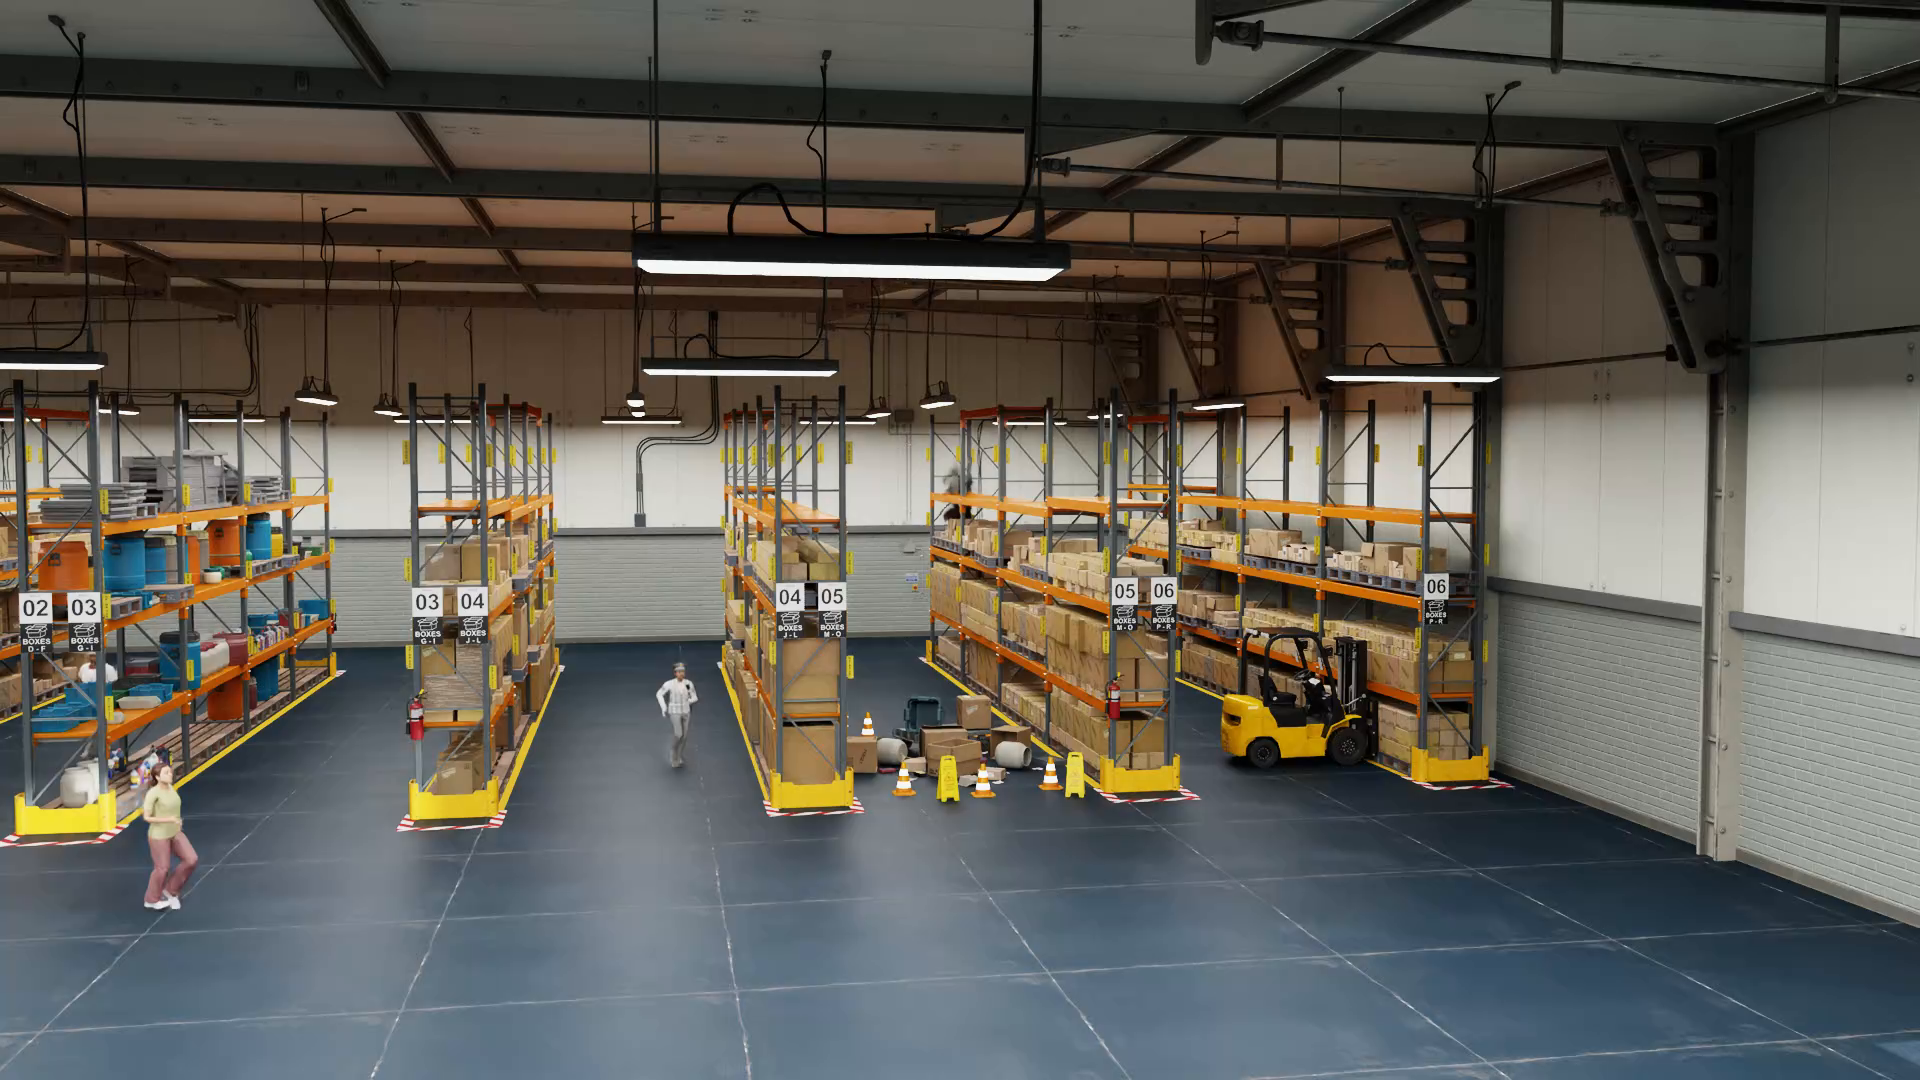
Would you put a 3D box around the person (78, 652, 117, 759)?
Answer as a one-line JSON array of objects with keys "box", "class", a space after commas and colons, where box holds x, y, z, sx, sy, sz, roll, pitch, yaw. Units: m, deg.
[{"box": [-14.455, 2.692, 27.824, 0.687, 1.792, 0.827, 0, 3, -8], "class": "person"}]

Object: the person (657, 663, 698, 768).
[{"box": [-4.493, 2.805, 26.649, 0.582, 1.690, 0.666, -2, 3, -29], "class": "person"}]

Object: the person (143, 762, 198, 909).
[{"box": [-8.679, 3.251, 18.198, 0.635, 1.648, 0.554, 1, 3, 18], "class": "person"}]
